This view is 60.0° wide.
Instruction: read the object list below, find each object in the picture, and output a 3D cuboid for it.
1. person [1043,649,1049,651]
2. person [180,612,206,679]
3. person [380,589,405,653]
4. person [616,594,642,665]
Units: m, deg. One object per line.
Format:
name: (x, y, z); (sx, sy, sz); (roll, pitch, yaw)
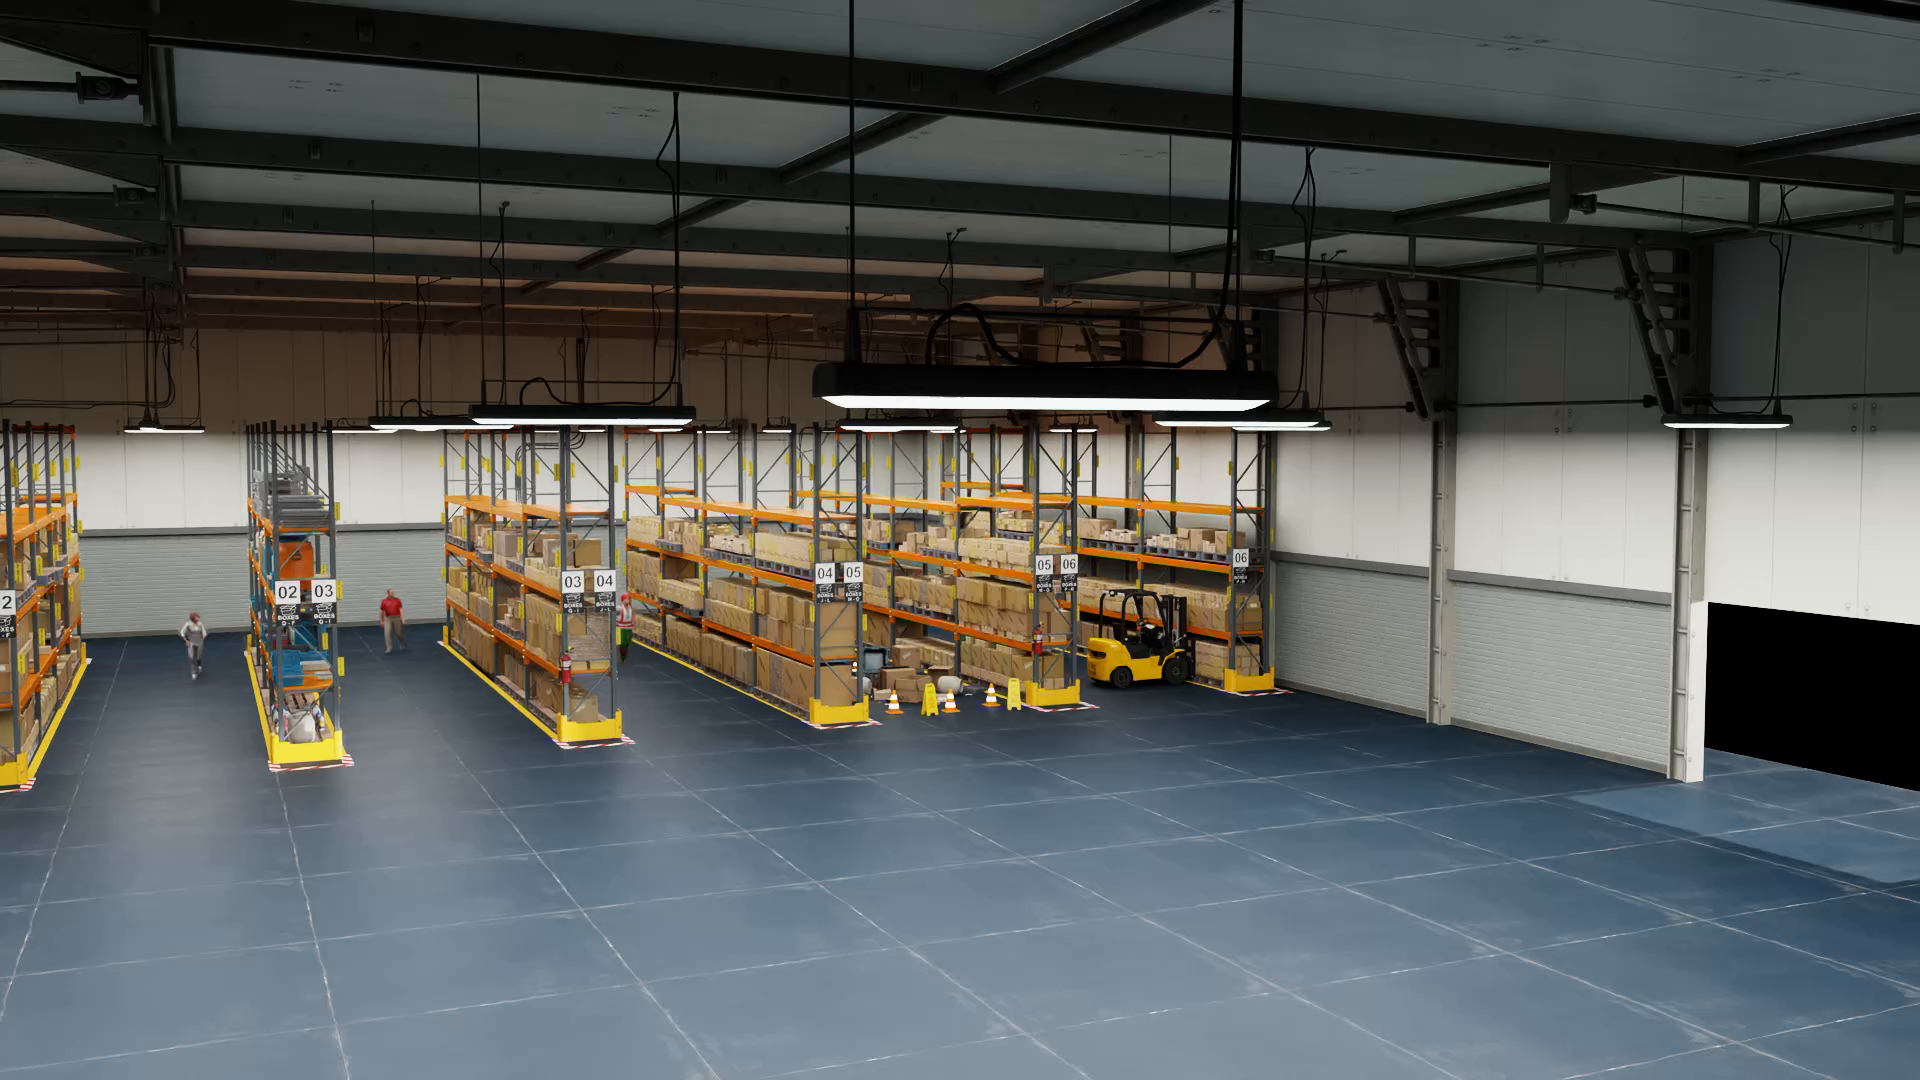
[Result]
person: (2.164, 2.141, 43.171); (0.507, 1.784, 0.617); (-1, 4, -15)
person: (-18.170, 2.491, 39.423); (0.543, 1.590, 0.648); (-1, 4, -19)
person: (-15.002, 2.121, 43.988); (0.608, 1.678, 0.882); (0, 4, -5)
person: (-8.444, 2.266, 41.918); (0.736, 1.813, 0.877); (-2, 4, -24)
